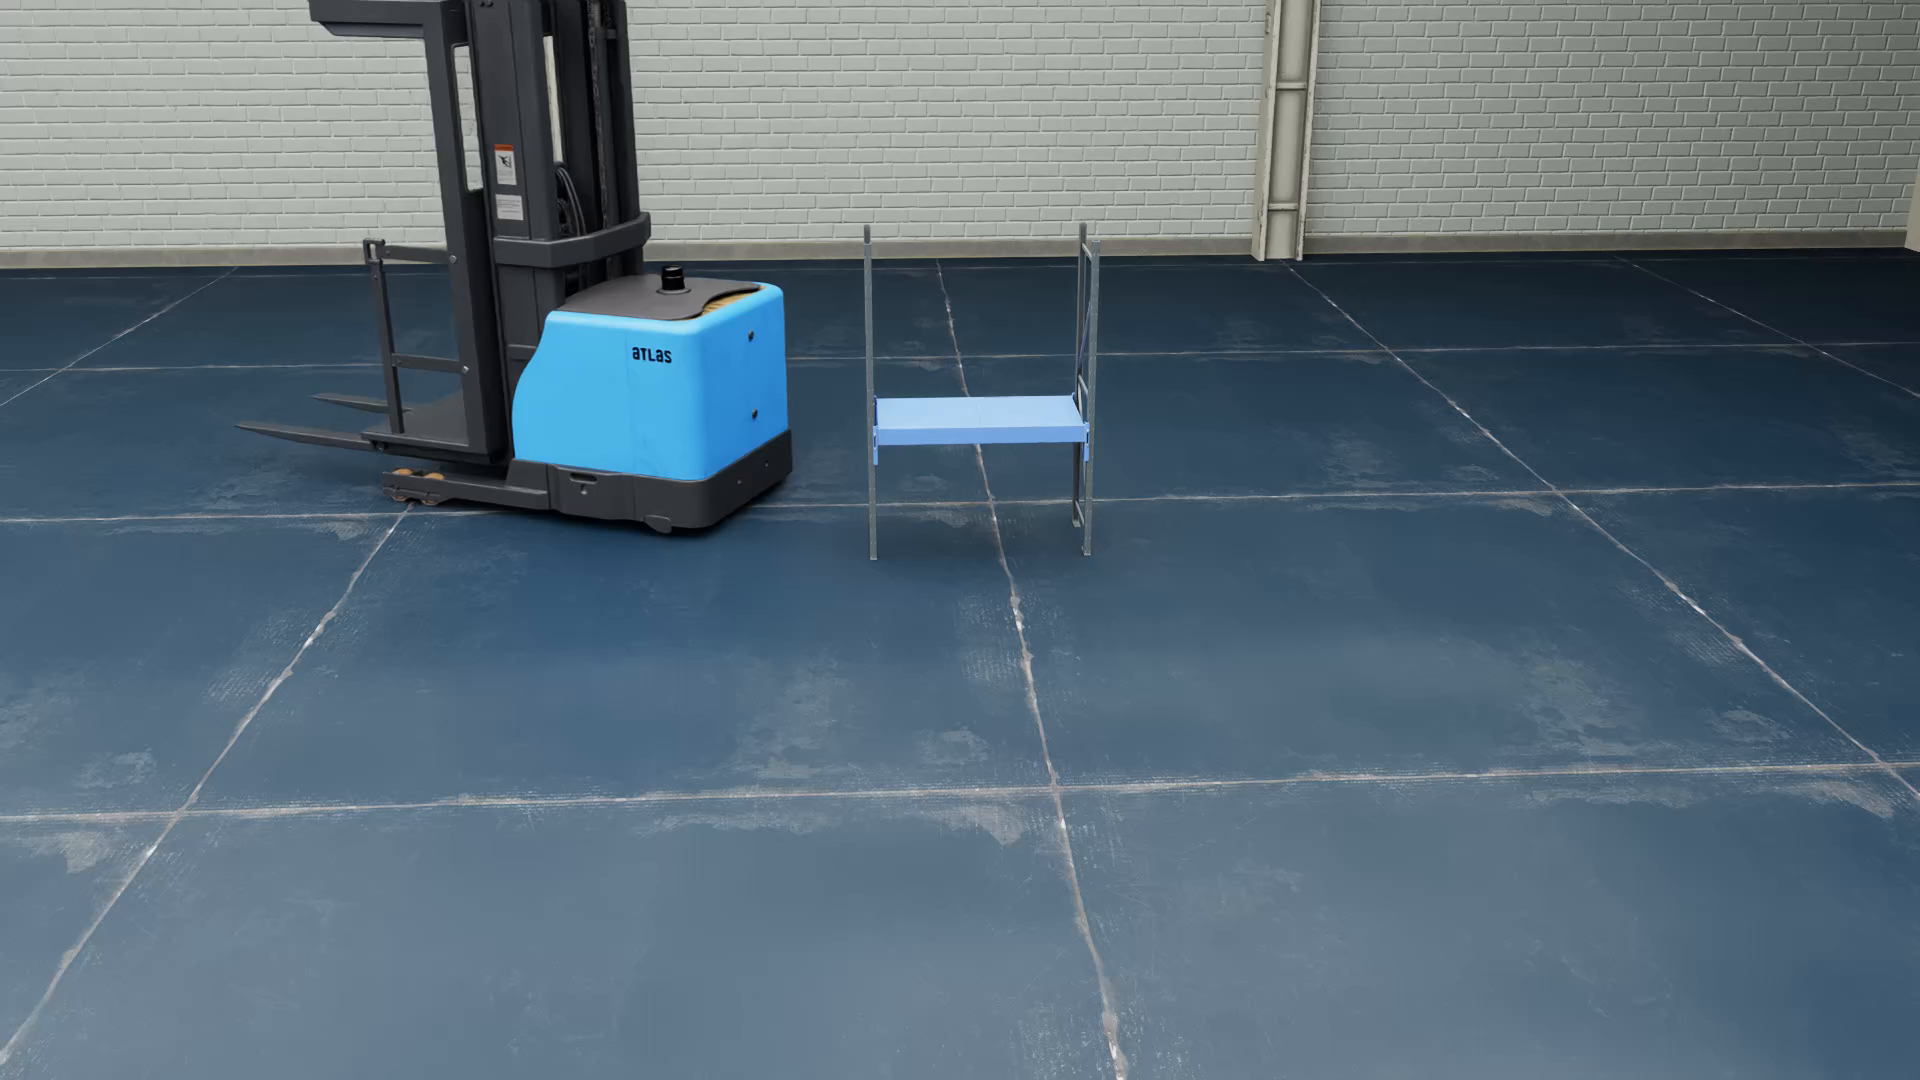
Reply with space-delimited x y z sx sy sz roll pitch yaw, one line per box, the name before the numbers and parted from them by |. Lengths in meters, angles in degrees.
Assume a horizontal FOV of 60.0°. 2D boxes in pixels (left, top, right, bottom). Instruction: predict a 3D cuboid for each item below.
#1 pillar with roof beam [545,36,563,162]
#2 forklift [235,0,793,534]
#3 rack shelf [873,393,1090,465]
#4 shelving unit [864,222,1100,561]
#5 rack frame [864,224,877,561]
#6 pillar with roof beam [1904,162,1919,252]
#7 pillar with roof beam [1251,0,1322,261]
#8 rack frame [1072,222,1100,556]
pillar with roof beam | -2.949 -5.055 8.752 0.400 9.000 9.100 -1 21 -3
forklift | -2.465 -1.713 8.501 3.031 2.935 1.130 8 22 19
rack shelf | 0.085 -0.535 7.923 1.000 0.185 0.538 -1 21 -3
shelving unit | 0.085 -0.703 7.859 1.048 1.500 0.538 -1 21 -3
rack frame | -0.422 -0.692 7.832 0.032 1.500 0.500 -1 21 -3
pillar with roof beam | 9.032 -5.299 9.393 0.400 9.000 9.100 -1 21 -3
pillar with roof beam | 3.042 -5.177 9.072 0.400 9.000 9.100 -1 21 -3
rack frame | 0.593 -0.713 7.886 0.032 1.500 0.500 -1 21 -3
